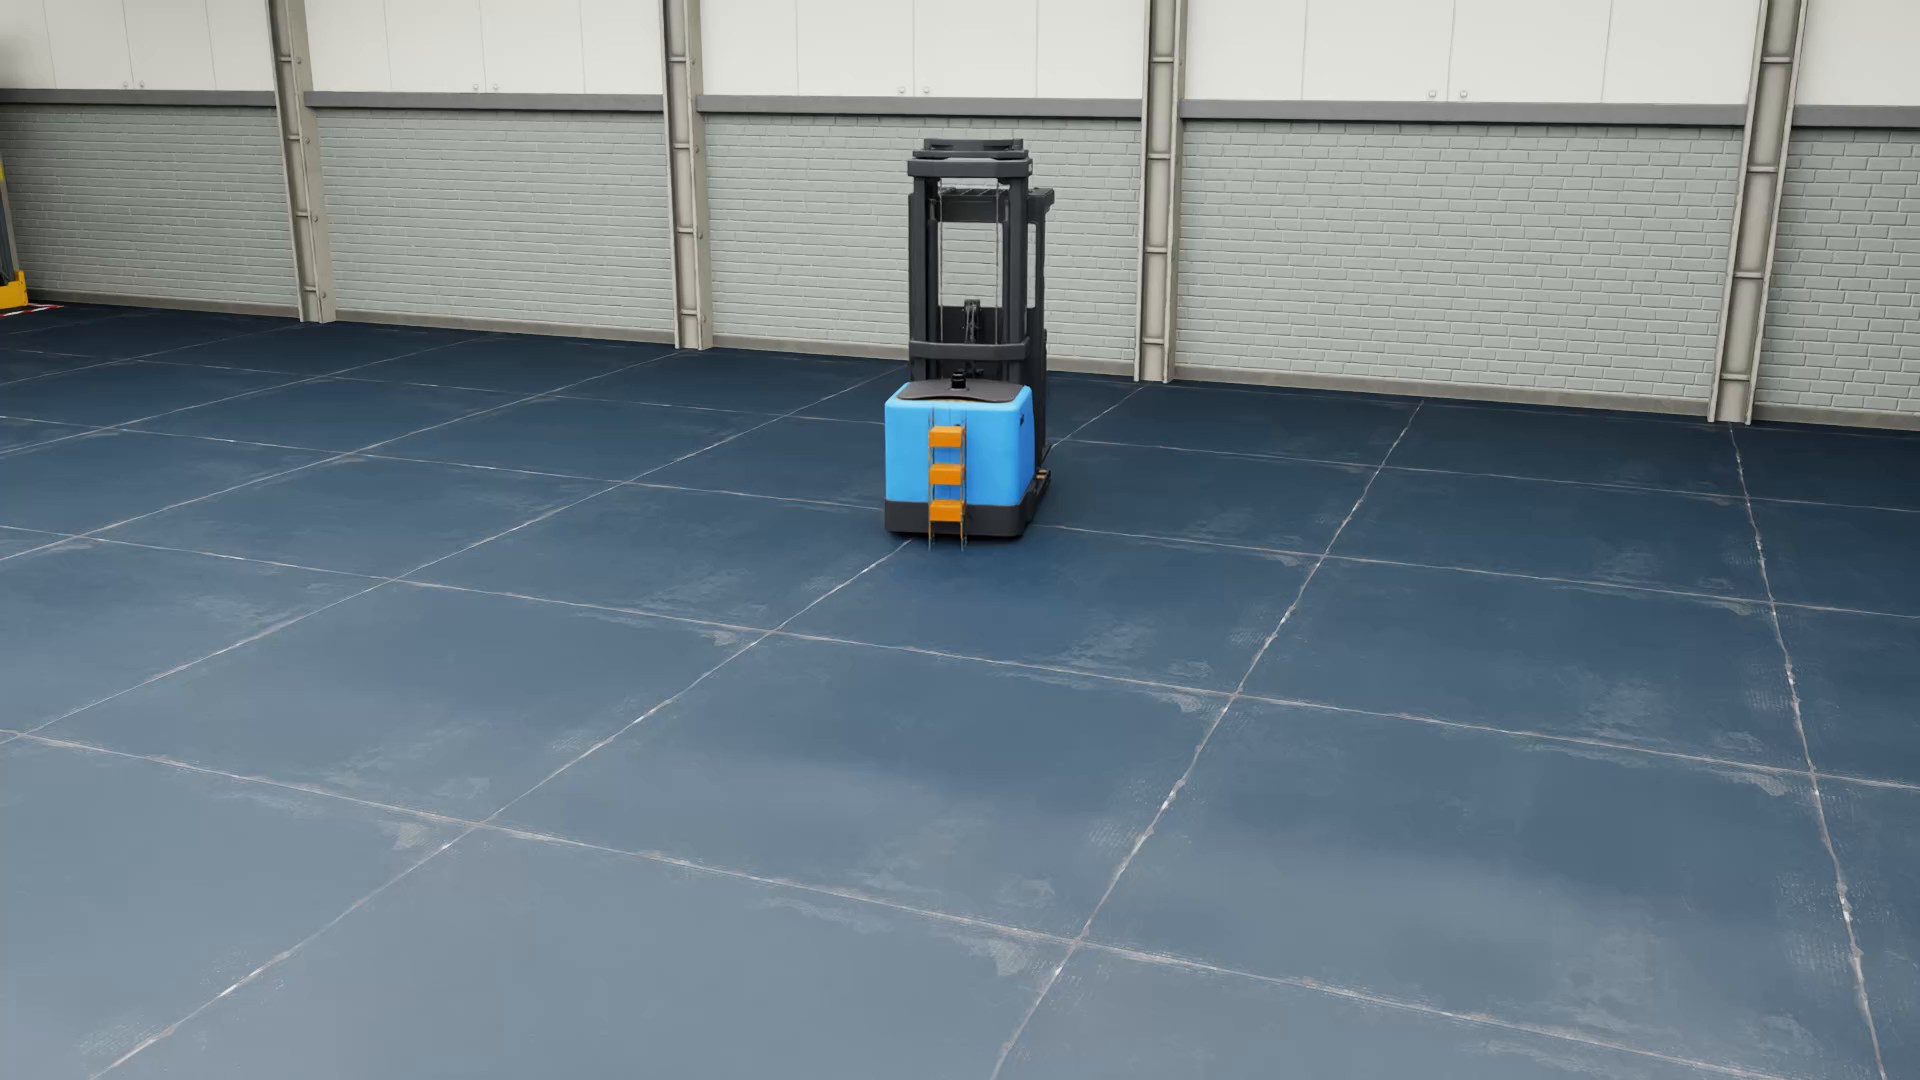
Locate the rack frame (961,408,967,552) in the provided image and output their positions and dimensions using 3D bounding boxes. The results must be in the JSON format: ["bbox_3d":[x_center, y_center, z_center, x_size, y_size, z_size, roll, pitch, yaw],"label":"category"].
[{"bbox_3d":[0.028,-0.439,12.303,0.008,1.050,0.200,3,17,9],"label":"rack frame"}]

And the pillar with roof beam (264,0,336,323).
[{"bbox_3d":[-10.527,-6.263,18.107,0.400,9.000,9.100,6,17,21],"label":"pillar with roof beam"}]

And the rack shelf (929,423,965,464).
[{"bbox_3d":[-0.092,-0.707,12.245,0.240,0.259,0.215,3,17,9],"label":"rack shelf"}]

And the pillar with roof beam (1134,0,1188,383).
[{"bbox_3d":[0.636,-5.036,13.879,0.400,9.000,9.100,6,17,21],"label":"pillar with roof beam"}]

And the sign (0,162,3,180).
[{"bbox_3d":[-14.003,-5.405,24.215,0.005,0.325,0.100,6,17,21],"label":"sign"}]

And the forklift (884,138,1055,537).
[{"bbox_3d":[0.172,-1.799,13.613,1.130,2.935,3.031,3,16,9],"label":"forklift"}]

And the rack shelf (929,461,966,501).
[{"bbox_3d":[-0.092,-0.435,12.325,0.240,0.259,0.215,3,17,9],"label":"rack shelf"}]

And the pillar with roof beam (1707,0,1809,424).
[{"bbox_3d":[6.217,-4.422,11.765,0.400,9.000,9.100,6,17,21],"label":"pillar with roof beam"}]

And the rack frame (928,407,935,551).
[{"bbox_3d":[-0.212,-0.450,12.341,0.008,1.050,0.200,3,17,9],"label":"rack frame"}]

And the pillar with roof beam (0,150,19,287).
[{"bbox_3d":[-16.109,-6.877,20.221,0.400,9.000,9.100,6,17,21],"label":"pillar with roof beam"}]

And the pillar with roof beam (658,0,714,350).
[{"bbox_3d":[-4.946,-5.649,15.993,0.400,9.000,9.100,6,17,21],"label":"pillar with roof beam"}]

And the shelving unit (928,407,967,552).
[{"bbox_3d":[-0.092,-0.445,12.322,0.252,1.050,0.215,3,17,9],"label":"shelving unit"}]

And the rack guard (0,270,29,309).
[{"bbox_3d":[-14.190,-3.605,24.193,0.348,0.500,1.175,6,17,21],"label":"rack guard"}]

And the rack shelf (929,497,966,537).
[{"bbox_3d":[-0.092,-0.168,12.403,0.240,0.259,0.215,3,17,9],"label":"rack shelf"}]

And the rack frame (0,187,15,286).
[{"bbox_3d":[-14.212,-4.807,23.853,0.127,3.000,1.000,6,17,21],"label":"rack frame"}]
